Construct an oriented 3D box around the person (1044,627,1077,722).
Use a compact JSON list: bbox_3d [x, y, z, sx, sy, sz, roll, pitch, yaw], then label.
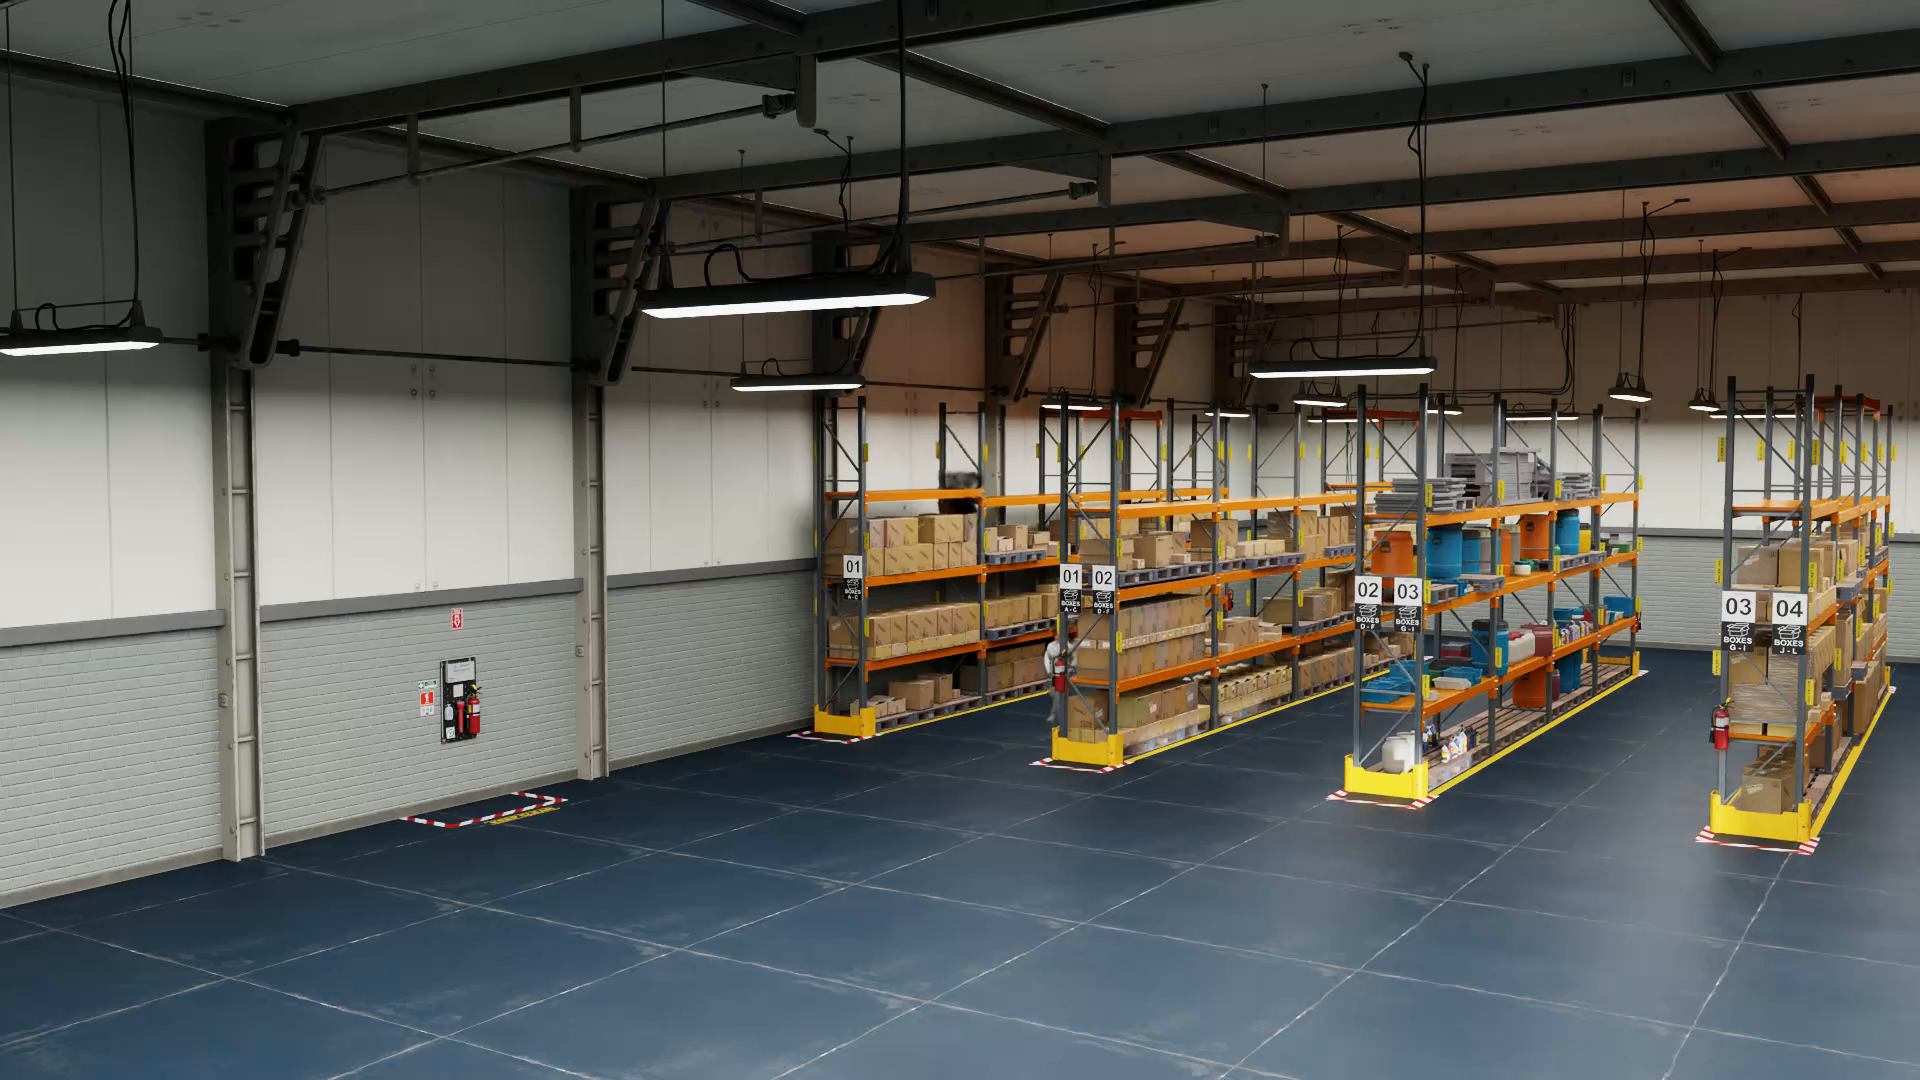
[{"bbox_3d":[1.768,2.353,29.385,0.643,1.671,0.651,1,3,26],"label":"person"}]
